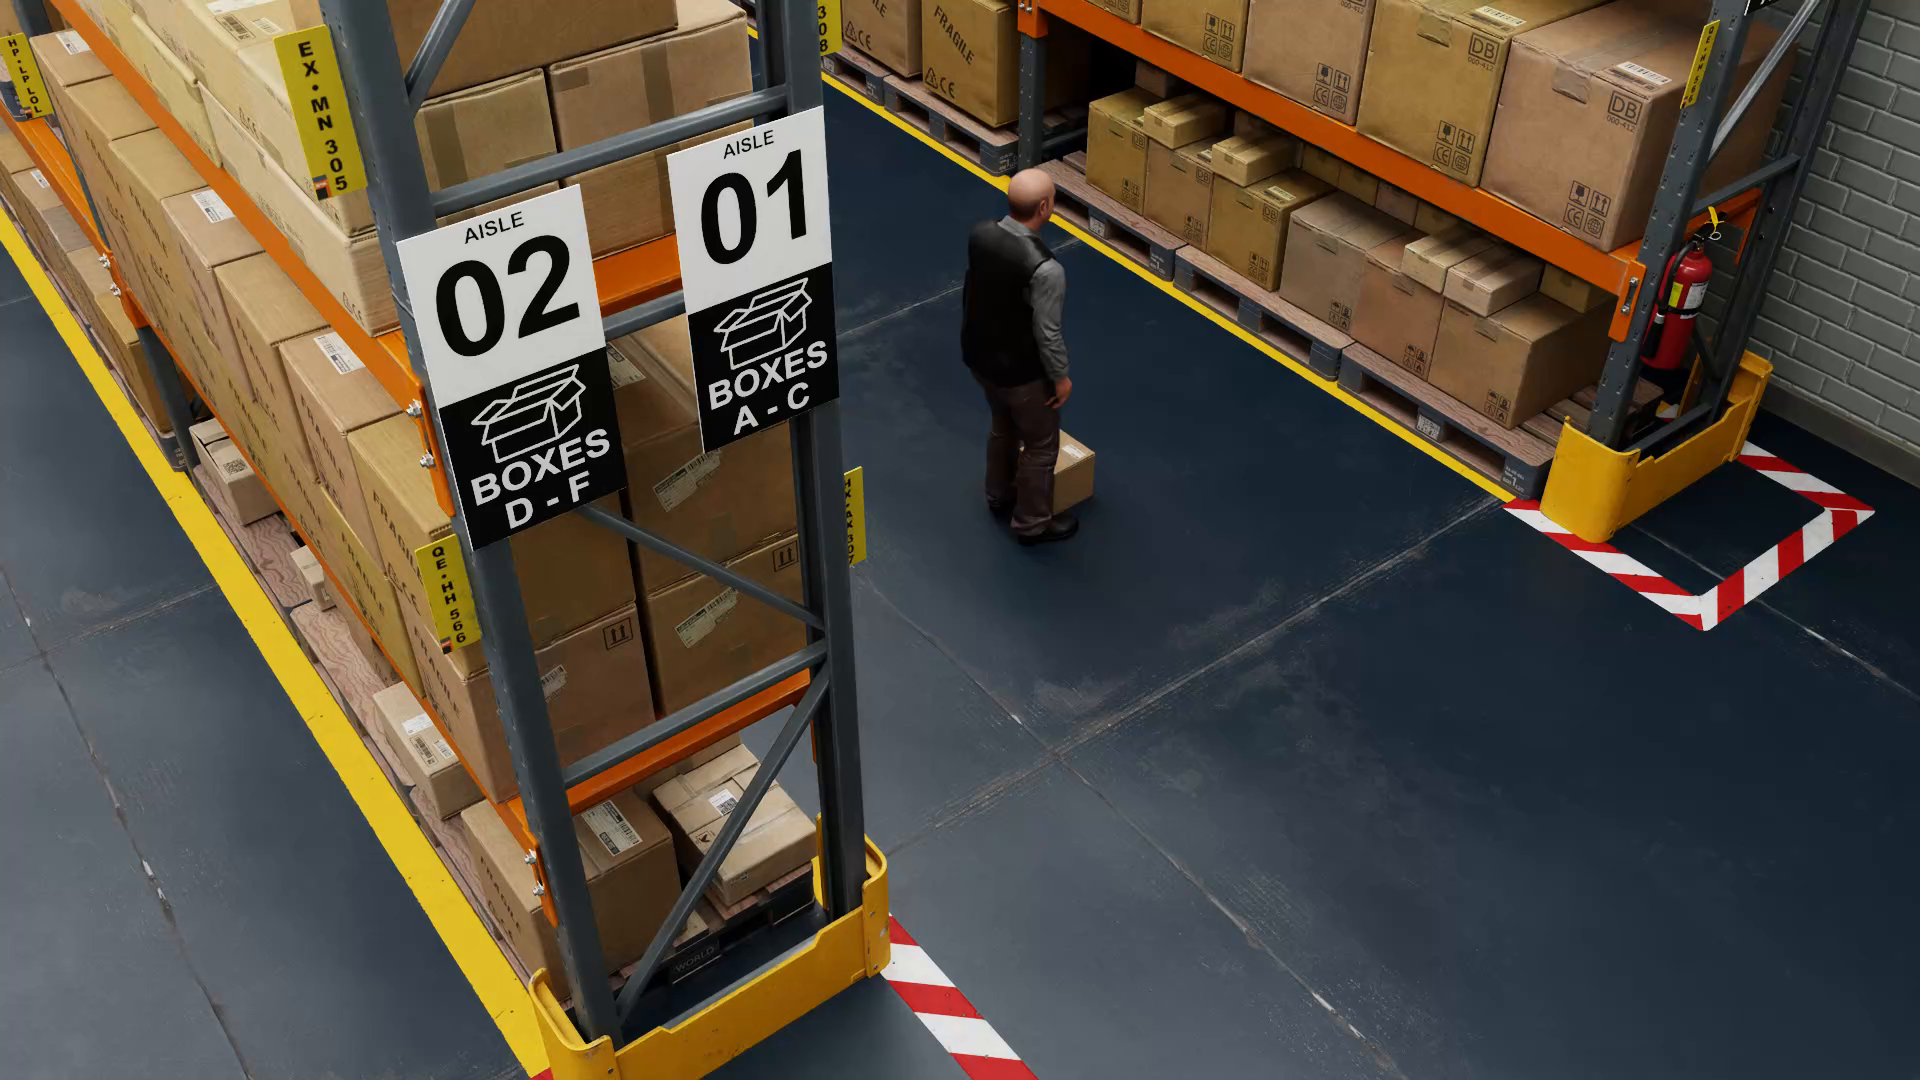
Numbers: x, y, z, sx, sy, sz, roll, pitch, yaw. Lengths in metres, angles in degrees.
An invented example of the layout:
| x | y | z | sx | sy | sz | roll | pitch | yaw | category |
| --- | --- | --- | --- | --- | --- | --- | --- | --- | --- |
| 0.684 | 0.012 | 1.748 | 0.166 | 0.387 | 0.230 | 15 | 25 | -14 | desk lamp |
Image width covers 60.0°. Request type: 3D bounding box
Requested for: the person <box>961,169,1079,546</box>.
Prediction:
| x | y | z | sx | sy | sz | roll | pitch | yaw | category |
| --- | --- | --- | --- | --- | --- | --- | --- | --- | --- |
| 0.249 | -0.768 | 7.088 | 0.463 | 1.721 | 0.581 | -26 | 47 | -28 | person |
